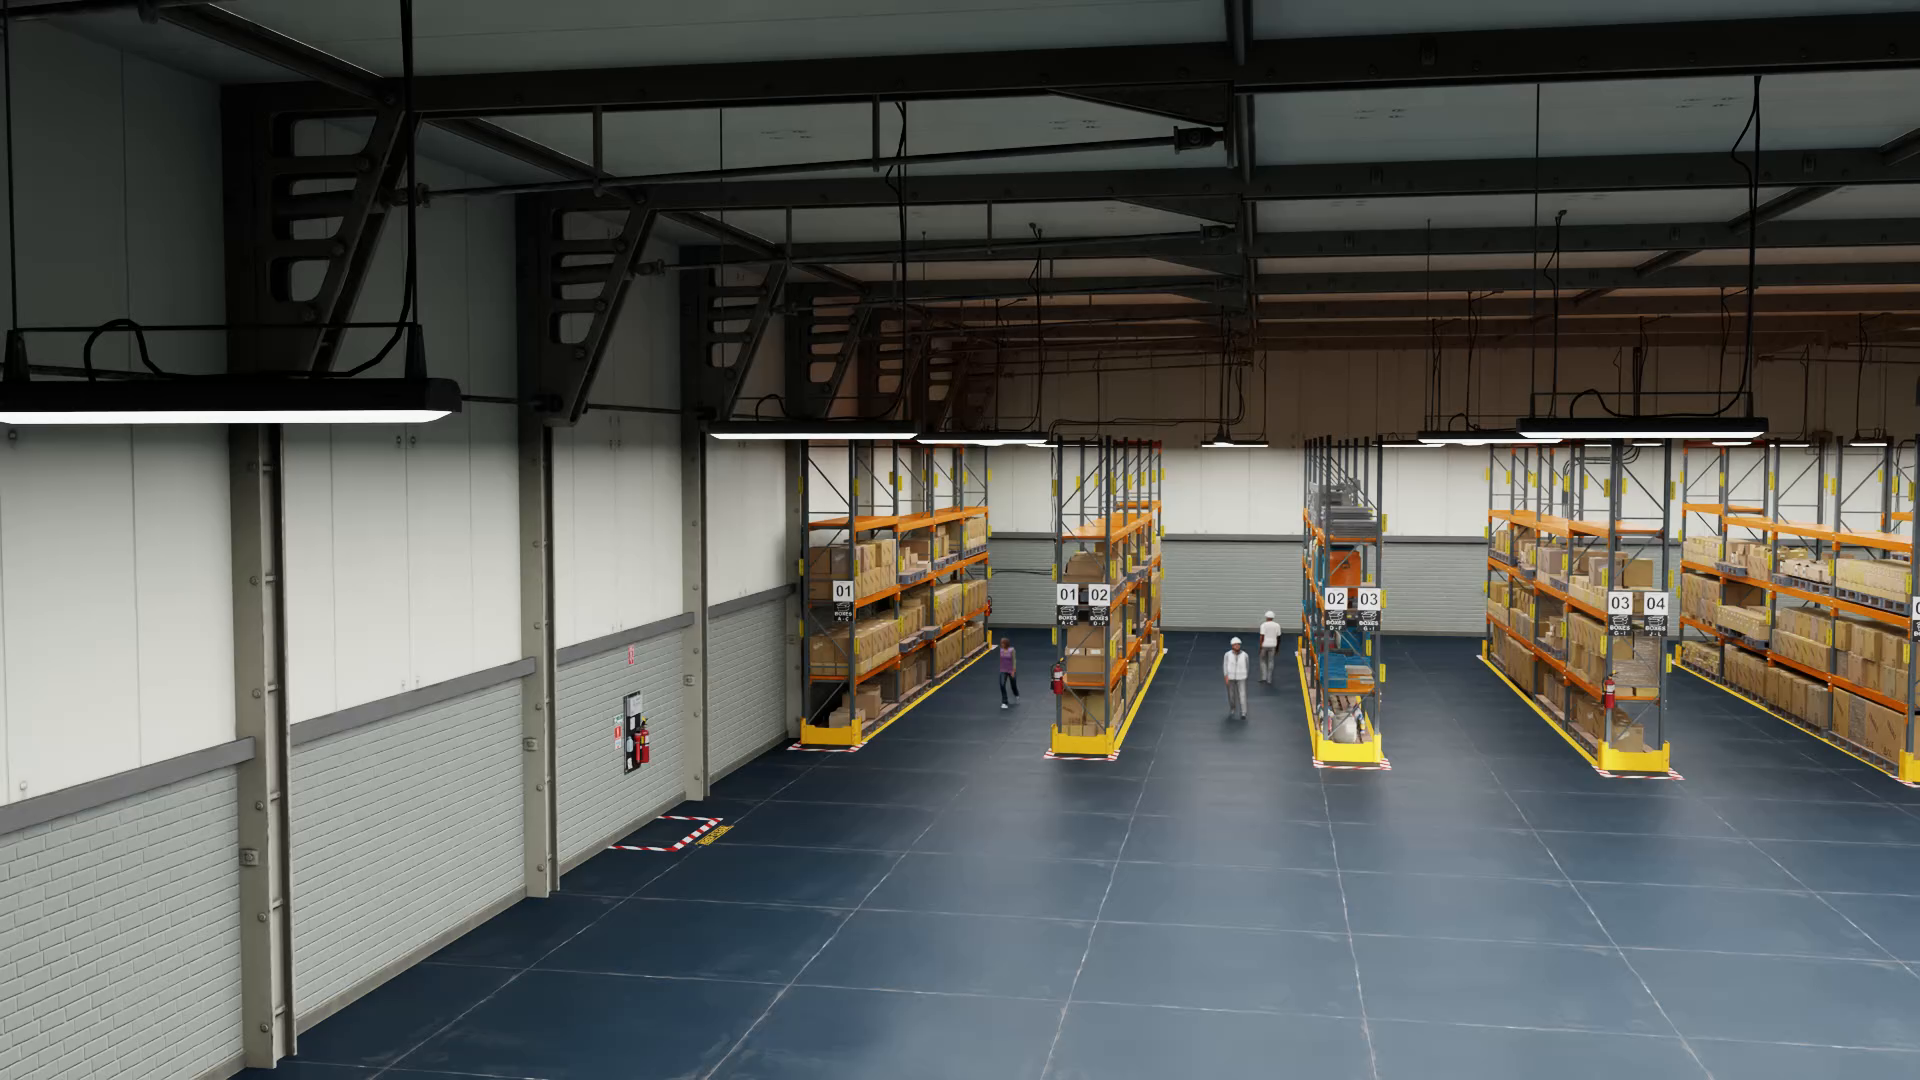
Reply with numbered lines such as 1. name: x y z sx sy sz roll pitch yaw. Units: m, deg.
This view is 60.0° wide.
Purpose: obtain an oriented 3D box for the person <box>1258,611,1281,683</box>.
1. person: 7.614 2.657 40.860 0.548 1.809 0.602 0 3 5

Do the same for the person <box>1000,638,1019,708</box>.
1. person: 1.070 2.939 36.989 0.419 1.540 0.813 1 3 21

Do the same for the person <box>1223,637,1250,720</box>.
1. person: 5.858 2.931 35.288 0.553 1.717 1.045 1 3 16
